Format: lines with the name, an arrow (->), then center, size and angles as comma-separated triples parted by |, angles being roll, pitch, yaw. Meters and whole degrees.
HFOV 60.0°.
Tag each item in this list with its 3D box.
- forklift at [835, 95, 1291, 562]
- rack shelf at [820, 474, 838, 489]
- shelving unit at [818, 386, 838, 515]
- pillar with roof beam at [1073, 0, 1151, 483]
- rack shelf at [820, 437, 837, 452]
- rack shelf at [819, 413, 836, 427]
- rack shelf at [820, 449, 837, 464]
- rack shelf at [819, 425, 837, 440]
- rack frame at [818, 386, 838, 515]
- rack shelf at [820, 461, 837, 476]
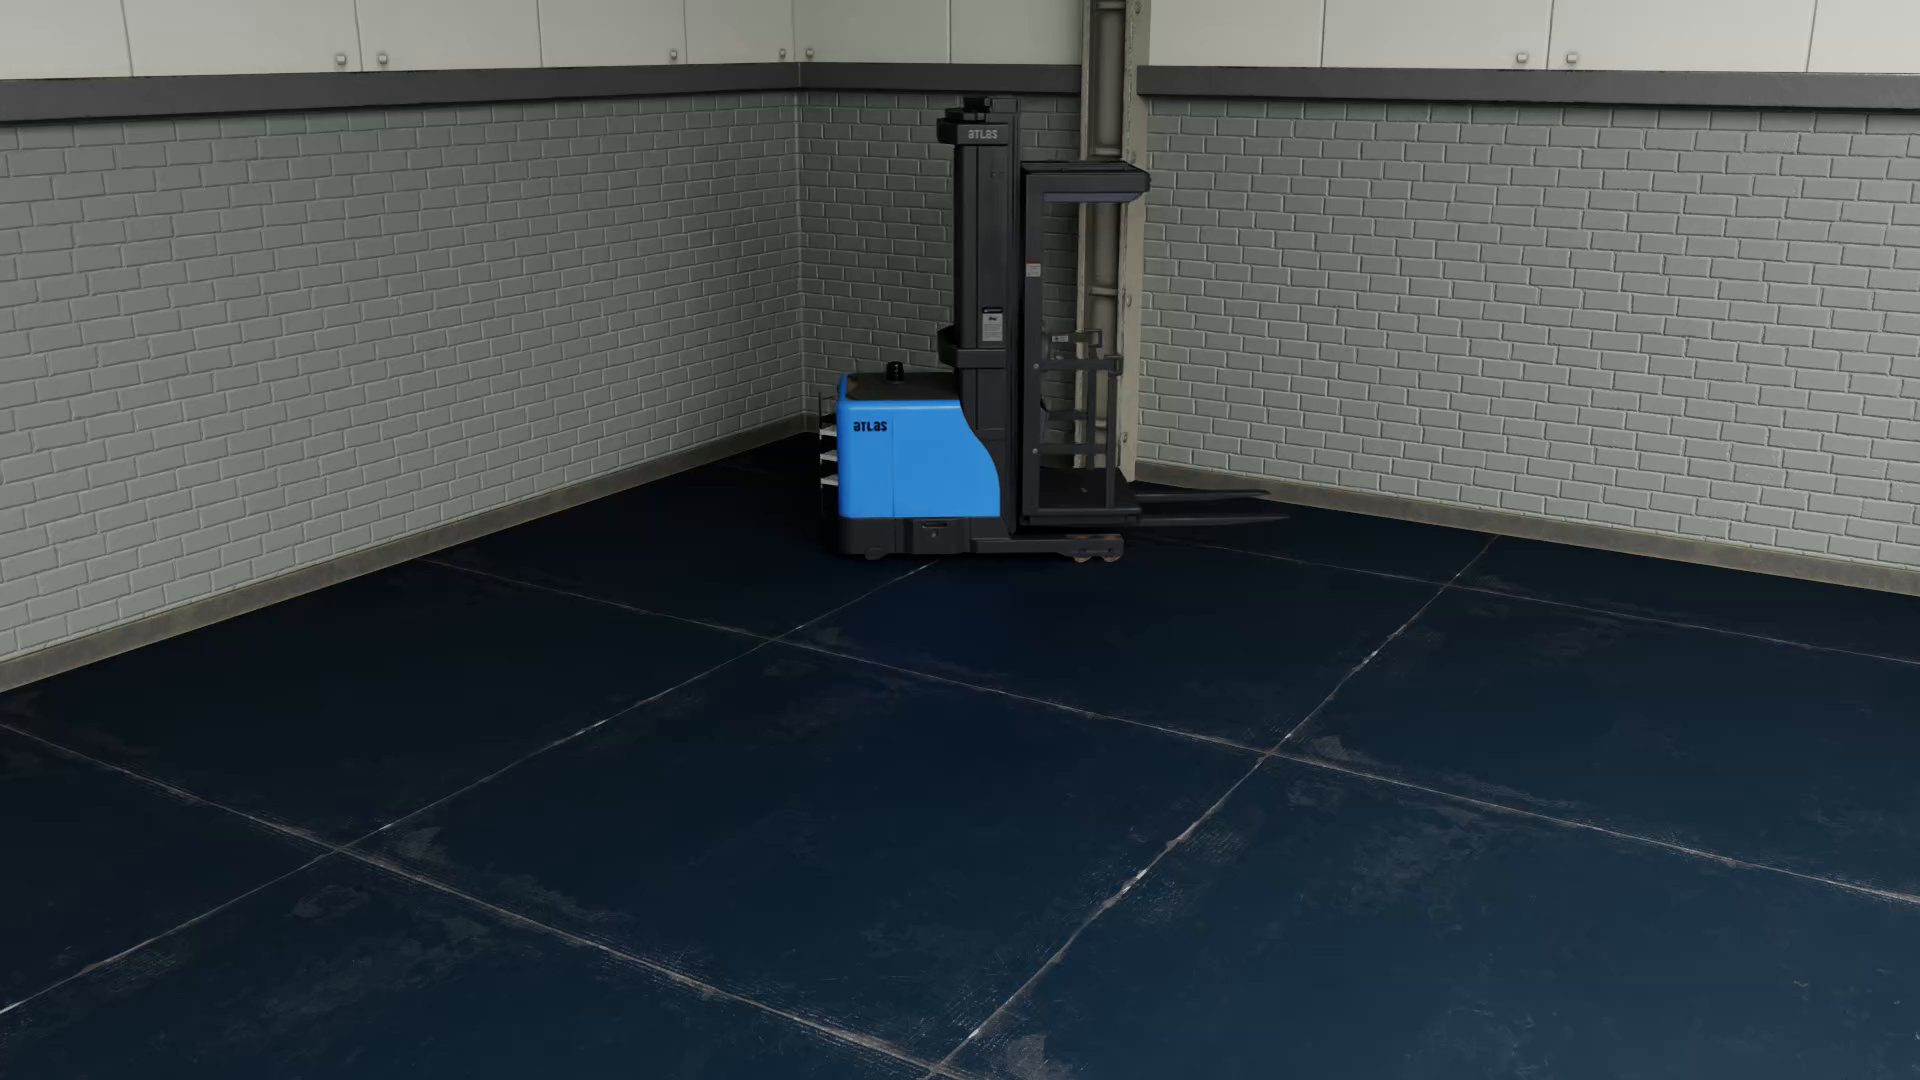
forklift -> 0.684, -1.415, 10.995 | 3.031, 2.935, 1.130 | -1, 17, -3
rack shelf -> -0.847, -0.422, 11.955 | 0.200, 0.077, 0.258 | 10, 20, 30
shelving unit -> -0.847, -0.626, 11.893 | 0.210, 0.900, 0.258 | 10, 20, 30
pillar with roof beam -> -1.131, -3.705, 8.094 | 0.400, 9.000, 9.100 | 10, 20, 30
rack shelf -> -0.847, -0.680, 11.876 | 0.200, 0.077, 0.258 | 10, 20, 30
rack shelf -> -0.847, -0.852, 11.824 | 0.200, 0.077, 0.258 | 10, 20, 30
rack shelf -> -0.847, -0.594, 11.902 | 0.200, 0.077, 0.258 | 10, 20, 30
rack shelf -> -0.847, -0.766, 11.850 | 0.200, 0.077, 0.258 | 10, 20, 30
rack frame -> -0.934, -0.641, 11.943 | 0.006, 0.900, 0.240 | 10, 20, 30
rack shelf -> -0.847, -0.508, 11.929 | 0.200, 0.077, 0.258 | 10, 20, 30
